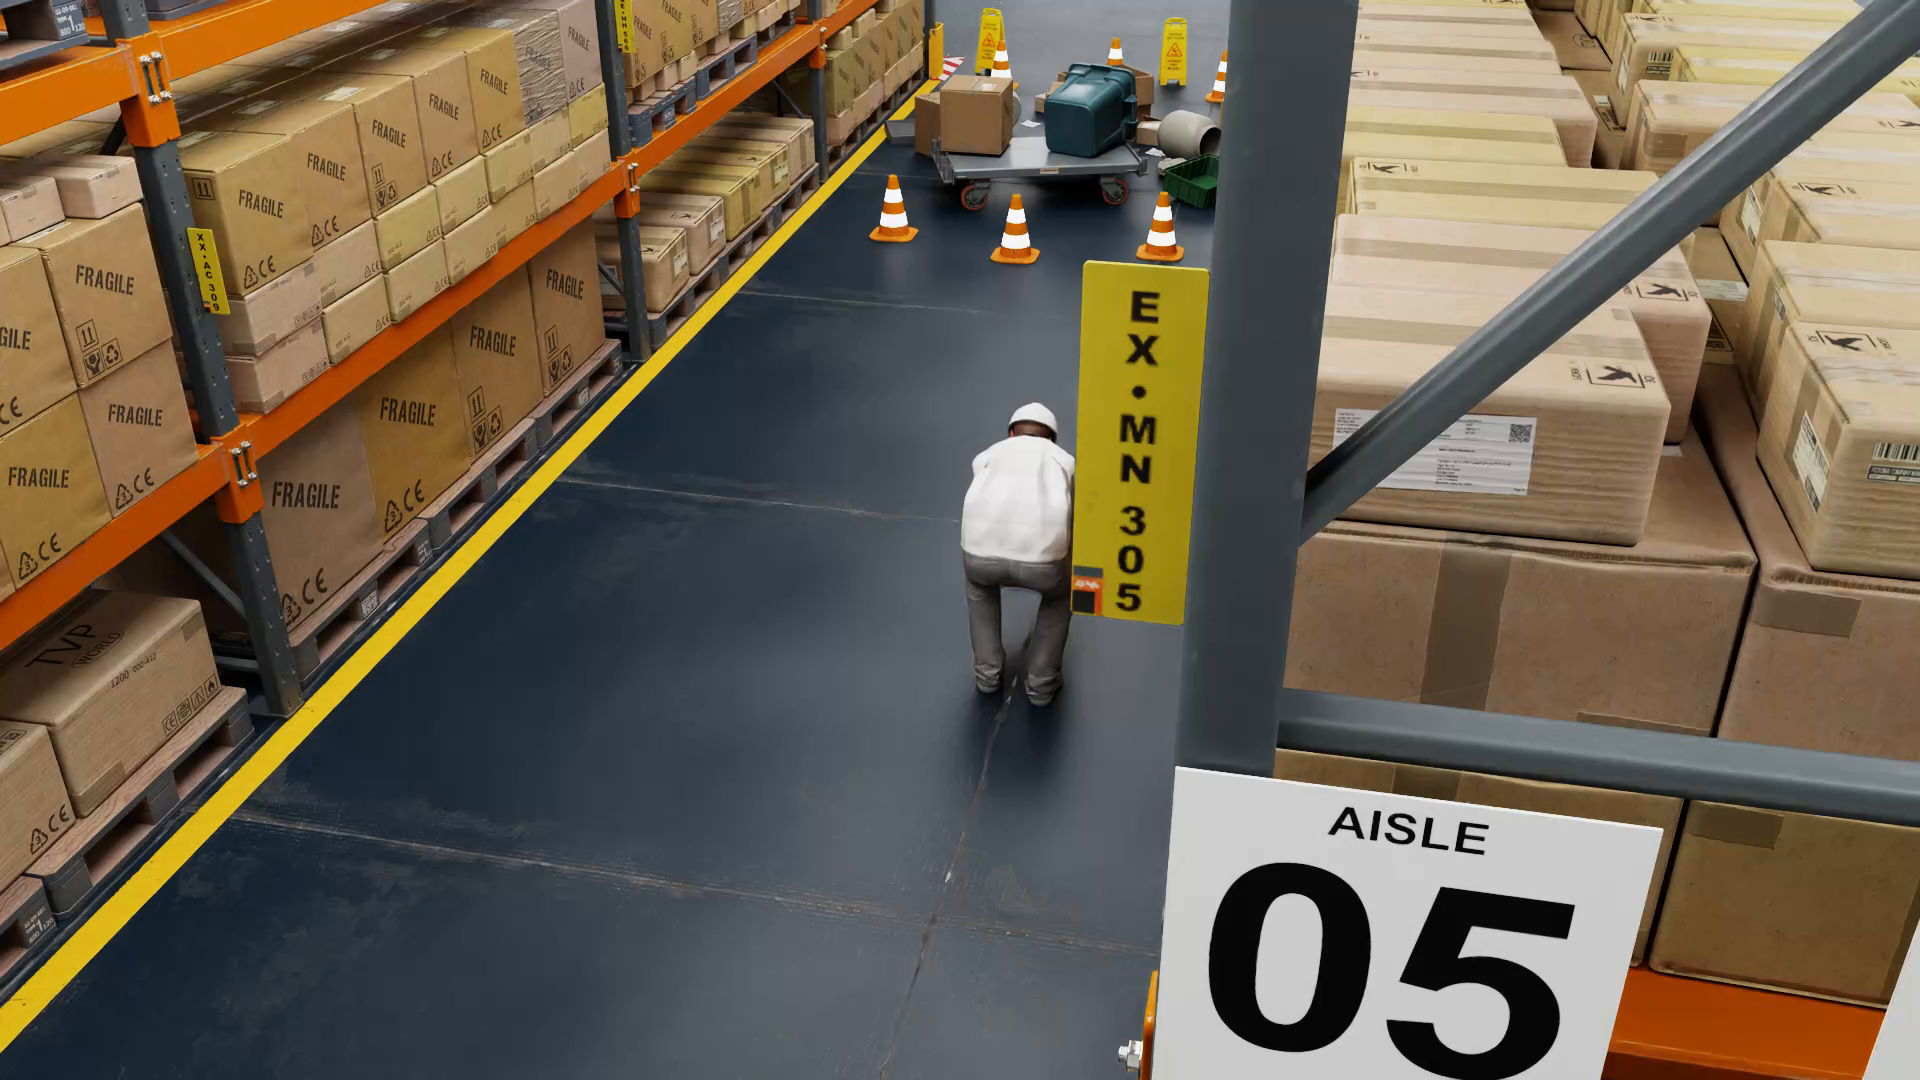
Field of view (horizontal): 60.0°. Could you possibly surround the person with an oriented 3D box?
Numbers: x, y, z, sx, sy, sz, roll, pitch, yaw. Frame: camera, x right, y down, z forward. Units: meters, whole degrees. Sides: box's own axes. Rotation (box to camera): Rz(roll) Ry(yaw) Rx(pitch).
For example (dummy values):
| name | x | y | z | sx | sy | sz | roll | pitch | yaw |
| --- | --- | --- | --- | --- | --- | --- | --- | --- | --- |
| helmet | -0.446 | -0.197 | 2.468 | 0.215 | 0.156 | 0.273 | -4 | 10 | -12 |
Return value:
| name | x | y | z | sx | sy | sz | roll | pitch | yaw |
| --- | --- | --- | --- | --- | --- | --- | --- | --- | --- |
| person | 0.275 | 0.071 | 7.181 | 0.491 | 1.089 | 0.996 | 4 | 29 | 8 |
